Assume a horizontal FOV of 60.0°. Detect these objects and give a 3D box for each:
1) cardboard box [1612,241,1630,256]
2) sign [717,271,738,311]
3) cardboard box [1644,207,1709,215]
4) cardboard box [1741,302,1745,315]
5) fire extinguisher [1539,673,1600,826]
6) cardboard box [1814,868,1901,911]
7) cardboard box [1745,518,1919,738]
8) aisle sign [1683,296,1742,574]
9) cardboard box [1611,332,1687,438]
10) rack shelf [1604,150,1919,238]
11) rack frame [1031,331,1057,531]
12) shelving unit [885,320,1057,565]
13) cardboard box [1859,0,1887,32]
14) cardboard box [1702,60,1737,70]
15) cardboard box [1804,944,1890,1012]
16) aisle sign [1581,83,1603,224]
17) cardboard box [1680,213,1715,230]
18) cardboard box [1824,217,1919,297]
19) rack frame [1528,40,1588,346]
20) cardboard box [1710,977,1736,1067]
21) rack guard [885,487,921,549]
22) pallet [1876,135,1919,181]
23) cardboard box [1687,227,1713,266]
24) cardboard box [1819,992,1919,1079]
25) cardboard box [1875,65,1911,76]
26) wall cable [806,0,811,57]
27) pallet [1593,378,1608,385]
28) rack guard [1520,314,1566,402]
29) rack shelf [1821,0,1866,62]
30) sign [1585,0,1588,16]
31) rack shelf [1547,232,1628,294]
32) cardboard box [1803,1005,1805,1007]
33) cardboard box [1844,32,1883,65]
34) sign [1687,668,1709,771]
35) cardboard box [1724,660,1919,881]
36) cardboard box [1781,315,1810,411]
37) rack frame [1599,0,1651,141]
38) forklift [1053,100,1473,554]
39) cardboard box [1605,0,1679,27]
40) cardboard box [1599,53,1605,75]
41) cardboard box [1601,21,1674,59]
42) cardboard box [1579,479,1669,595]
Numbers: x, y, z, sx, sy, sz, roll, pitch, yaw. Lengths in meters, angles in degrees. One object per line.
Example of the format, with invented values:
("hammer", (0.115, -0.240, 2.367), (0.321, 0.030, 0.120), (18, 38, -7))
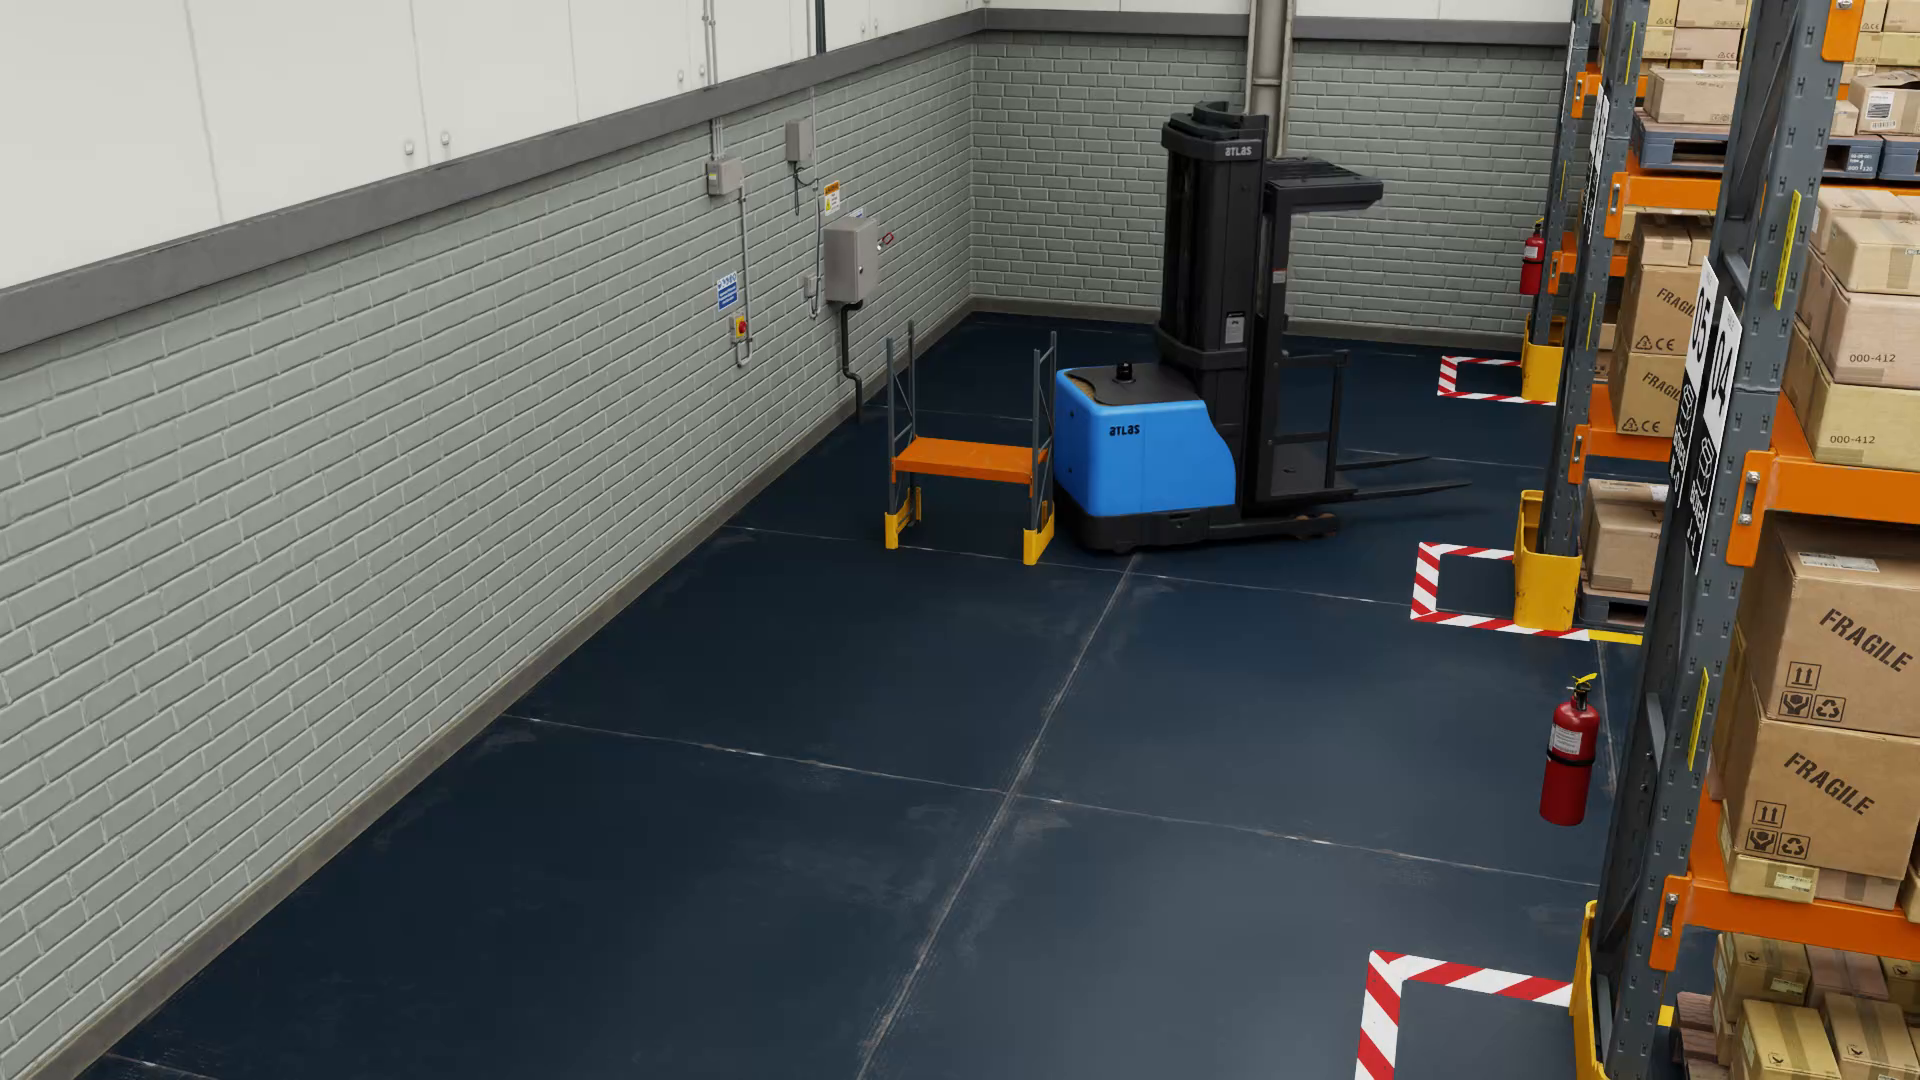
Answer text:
("cardboard box", (5.757, -2.577, 14.432), (0.250, 0.149, 0.380), (7, 23, 17))
("sign", (-1.643, -1.760, 11.753), (0.001, 0.218, 0.327), (7, 23, 16))
("cardboard box", (6.104, -2.706, 14.219), (0.500, 0.250, 0.500), (7, 23, 16))
("cardboard box", (4.709, -1.335, 9.623), (0.500, 0.500, 0.500), (6, 23, 14))
("fire extinguisher", (2.394, 0.786, 6.494), (0.183, 0.674, 0.296), (7, 23, 16))
("cardboard box", (2.973, 1.057, 5.572), (0.250, 0.149, 0.380), (7, 23, 17))
("cardboard box", (2.855, 0.272, 5.312), (0.500, 0.500, 0.500), (6, 23, 15))
("aisle sign", (2.345, -0.329, 5.193), (0.004, 0.787, 0.394), (7, 23, 16))
("cardboard box", (4.211, -0.926, 9.943), (0.500, 0.500, 0.500), (6, 23, 15))
("rack shelf", (5.750, -1.872, 9.377), (4.000, 0.370, 1.077), (7, 23, 16))
("rack frame", (0.568, -0.629, 11.327), (0.032, 1.500, 0.500), (7, 23, 16))
("shelving unit", (0.073, -0.686, 11.465), (1.083, 1.500, 0.587), (7, 23, 16))
("cardboard box", (7.075, -4.223, 13.307), (0.500, 0.250, 0.500), (7, 23, 17))
("cardboard box", (6.211, -3.874, 13.641), (0.250, 0.149, 0.380), (7, 23, 17))
("cardboard box", (3.306, 1.637, 6.246), (0.250, 0.149, 0.380), (7, 23, 17))
("aisle sign", (3.856, -2.360, 10.145), (0.004, 0.787, 0.394), (7, 23, 16))
("cardboard box", (4.486, -1.860, 10.047), (0.250, 0.149, 0.380), (7, 23, 16))
("cardboard box", (2.746, -0.843, 4.933), (0.250, 0.149, 0.380), (6, 23, 15))
("rack frame", (5.265, -2.840, 14.742), (0.127, 3.000, 1.000), (7, 23, 16))
("cardboard box", (3.066, 1.880, 6.438), (0.250, 0.149, 0.380), (7, 23, 16))
("rack guard", (-0.404, -0.162, 11.835), (0.087, 0.250, 0.587), (7, 23, 16))
("pallet", (5.720, -2.173, 9.279), (1.213, 0.211, 1.003), (7, 23, 15))
("cardboard box", (4.366, -1.703, 9.665), (0.250, 0.149, 0.380), (7, 23, 17))
("cardboard box", (3.204, 1.790, 5.873), (0.250, 0.149, 0.380), (7, 23, 16))
("cardboard box", (7.453, -3.760, 13.362), (0.250, 0.149, 0.380), (7, 23, 16))
("wall cable", (-1.472, -4.606, 11.142), (0.029, 3.000, 2.355), (7, 23, 16))
("pallet", (6.101, -1.455, 15.039), (1.213, 0.211, 1.003), (7, 23, 16))
("rack guard", (5.338, -1.675, 15.196), (0.348, 0.500, 1.175), (7, 23, 16))
("rack shelf", (4.417, -1.449, 4.397), (4.000, 0.370, 1.077), (7, 23, 16))
("sign", (5.109, -4.435, 13.526), (0.005, 0.325, 0.100), (7, 23, 16))
("rack shelf", (7.180, -2.288, 14.344), (4.000, 0.370, 1.077), (7, 23, 16))
("cardboard box", (3.324, 1.763, 6.332), (0.250, 0.149, 0.380), (6, 23, 14))
("cardboard box", (7.092, -3.991, 13.401), (0.500, 0.250, 0.500), (6, 23, 15))
("sign", (2.345, 0.570, 5.288), (0.005, 0.325, 0.100), (7, 23, 16))
("cardboard box", (2.852, 0.739, 5.493), (0.500, 0.500, 0.500), (8, 24, 18))
("cardboard box", (3.014, -0.592, 5.505), (0.500, 0.250, 0.500), (6, 23, 14))
("rack frame", (3.835, -3.812, 9.206), (0.127, 3.000, 1.000), (7, 23, 16))
("forklift", (2.221, -1.548, 11.682), (3.031, 2.935, 1.130), (-6, 23, -13))
("cardboard box", (5.617, -4.388, 13.709), (0.500, 0.250, 0.500), (6, 23, 15))
("cardboard box", (5.503, -3.992, 13.929), (0.250, 0.149, 0.380), (7, 23, 17))
("cardboard box", (5.611, -4.148, 13.784), (0.500, 0.250, 0.500), (6, 23, 15))
("cardboard box", (4.496, -0.009, 10.663), (0.875, 0.438, 0.875), (6, 23, 14))
